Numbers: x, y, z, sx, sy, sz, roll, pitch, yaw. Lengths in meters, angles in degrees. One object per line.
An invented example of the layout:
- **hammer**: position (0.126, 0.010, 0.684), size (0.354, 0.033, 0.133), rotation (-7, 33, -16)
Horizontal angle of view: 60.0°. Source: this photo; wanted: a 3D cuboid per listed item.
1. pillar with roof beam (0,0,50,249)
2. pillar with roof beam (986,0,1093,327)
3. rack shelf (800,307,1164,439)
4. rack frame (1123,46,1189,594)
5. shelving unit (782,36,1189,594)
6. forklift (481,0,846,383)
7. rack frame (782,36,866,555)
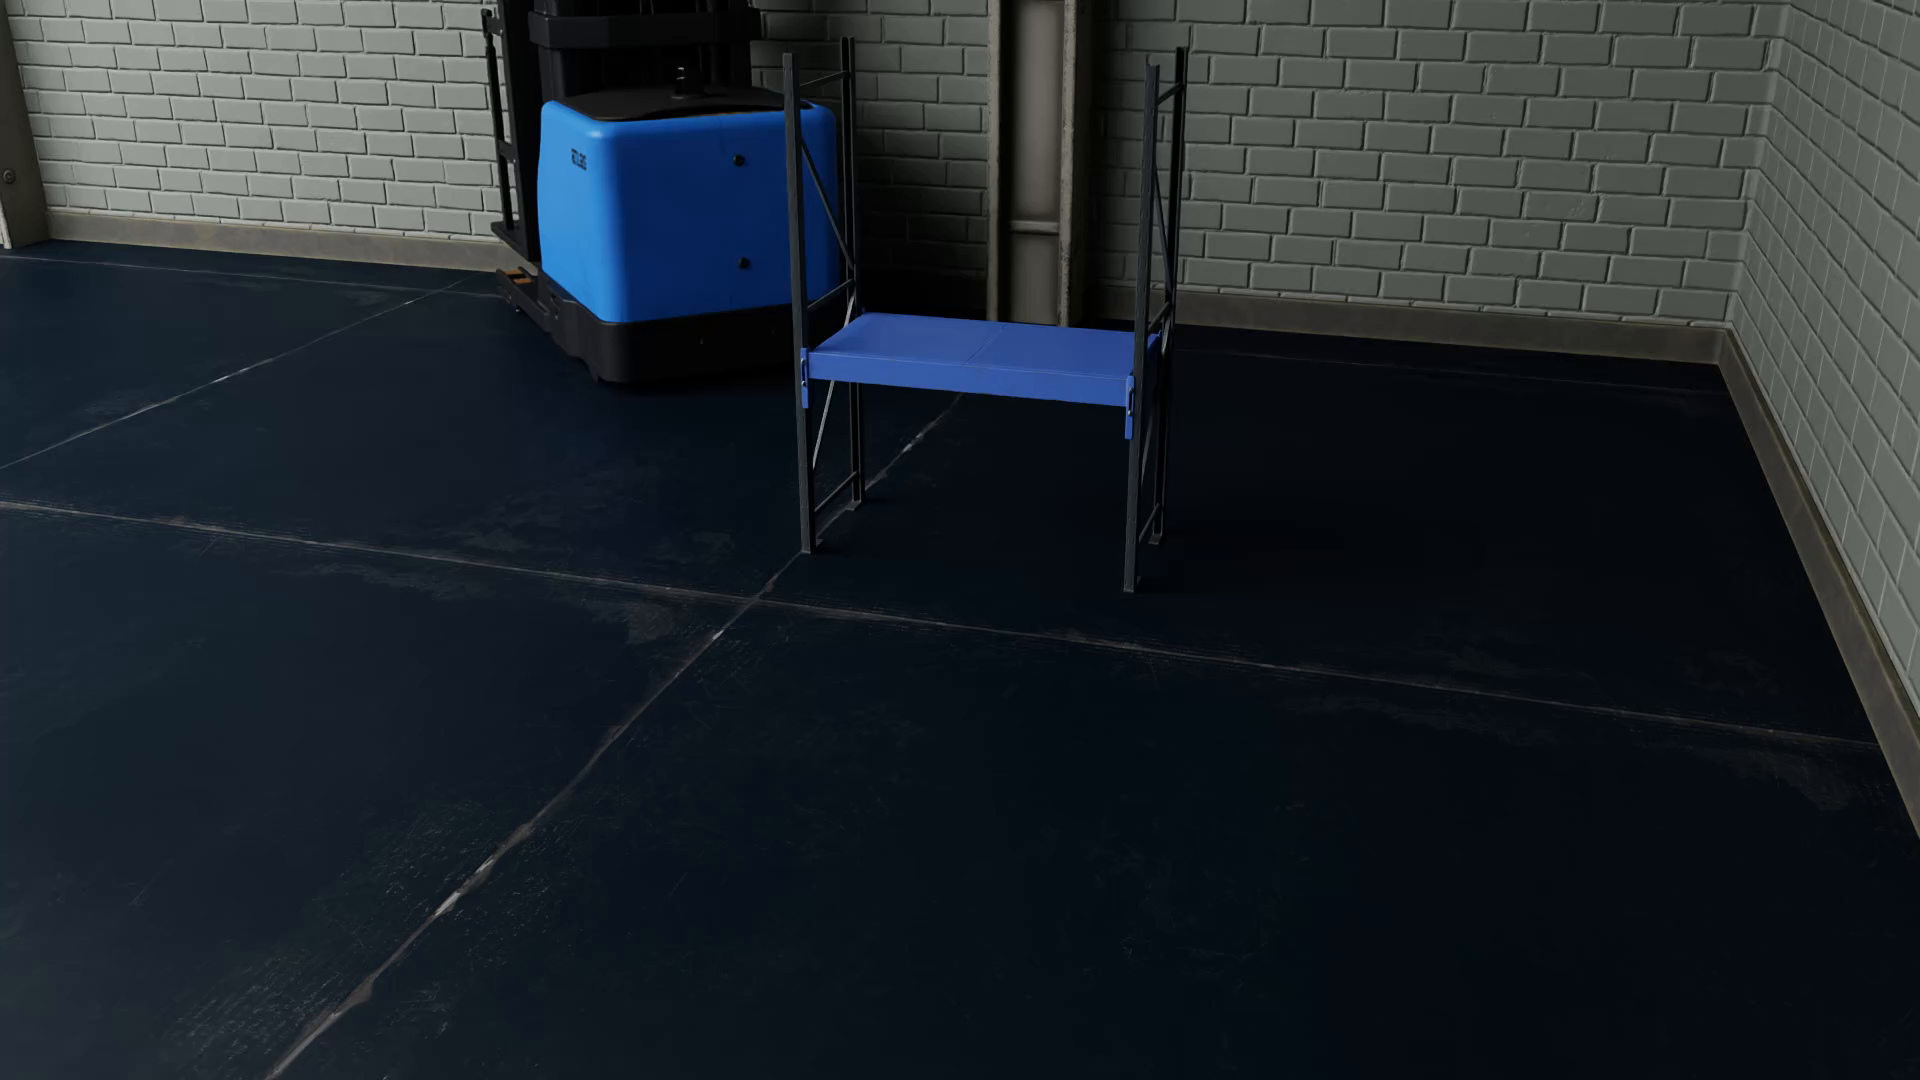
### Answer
- **pillar with roof beam**: position (-6.634, -4.288, 3.866), size (0.400, 9.000, 9.100), rotation (7, 23, 16)
- **pillar with roof beam**: position (-0.889, -3.630, 2.263), size (0.400, 9.000, 9.100), rotation (7, 23, 16)
- **rack shelf**: position (0.082, -0.518, 5.031), size (1.000, 0.185, 0.538), rotation (7, 23, 16)
- **rack frame**: position (0.568, -0.629, 4.827), size (0.032, 1.500, 0.500), rotation (7, 23, 16)
- **shelving unit**: position (0.082, -0.685, 4.963), size (1.048, 1.500, 0.538), rotation (7, 23, 16)
- **forklift**: position (-1.593, -2.502, 7.507), size (1.130, 2.935, 3.031), rotation (-11, 25, -24)
- **rack frame**: position (-0.405, -0.740, 5.098), size (0.032, 1.500, 0.500), rotation (7, 23, 16)
